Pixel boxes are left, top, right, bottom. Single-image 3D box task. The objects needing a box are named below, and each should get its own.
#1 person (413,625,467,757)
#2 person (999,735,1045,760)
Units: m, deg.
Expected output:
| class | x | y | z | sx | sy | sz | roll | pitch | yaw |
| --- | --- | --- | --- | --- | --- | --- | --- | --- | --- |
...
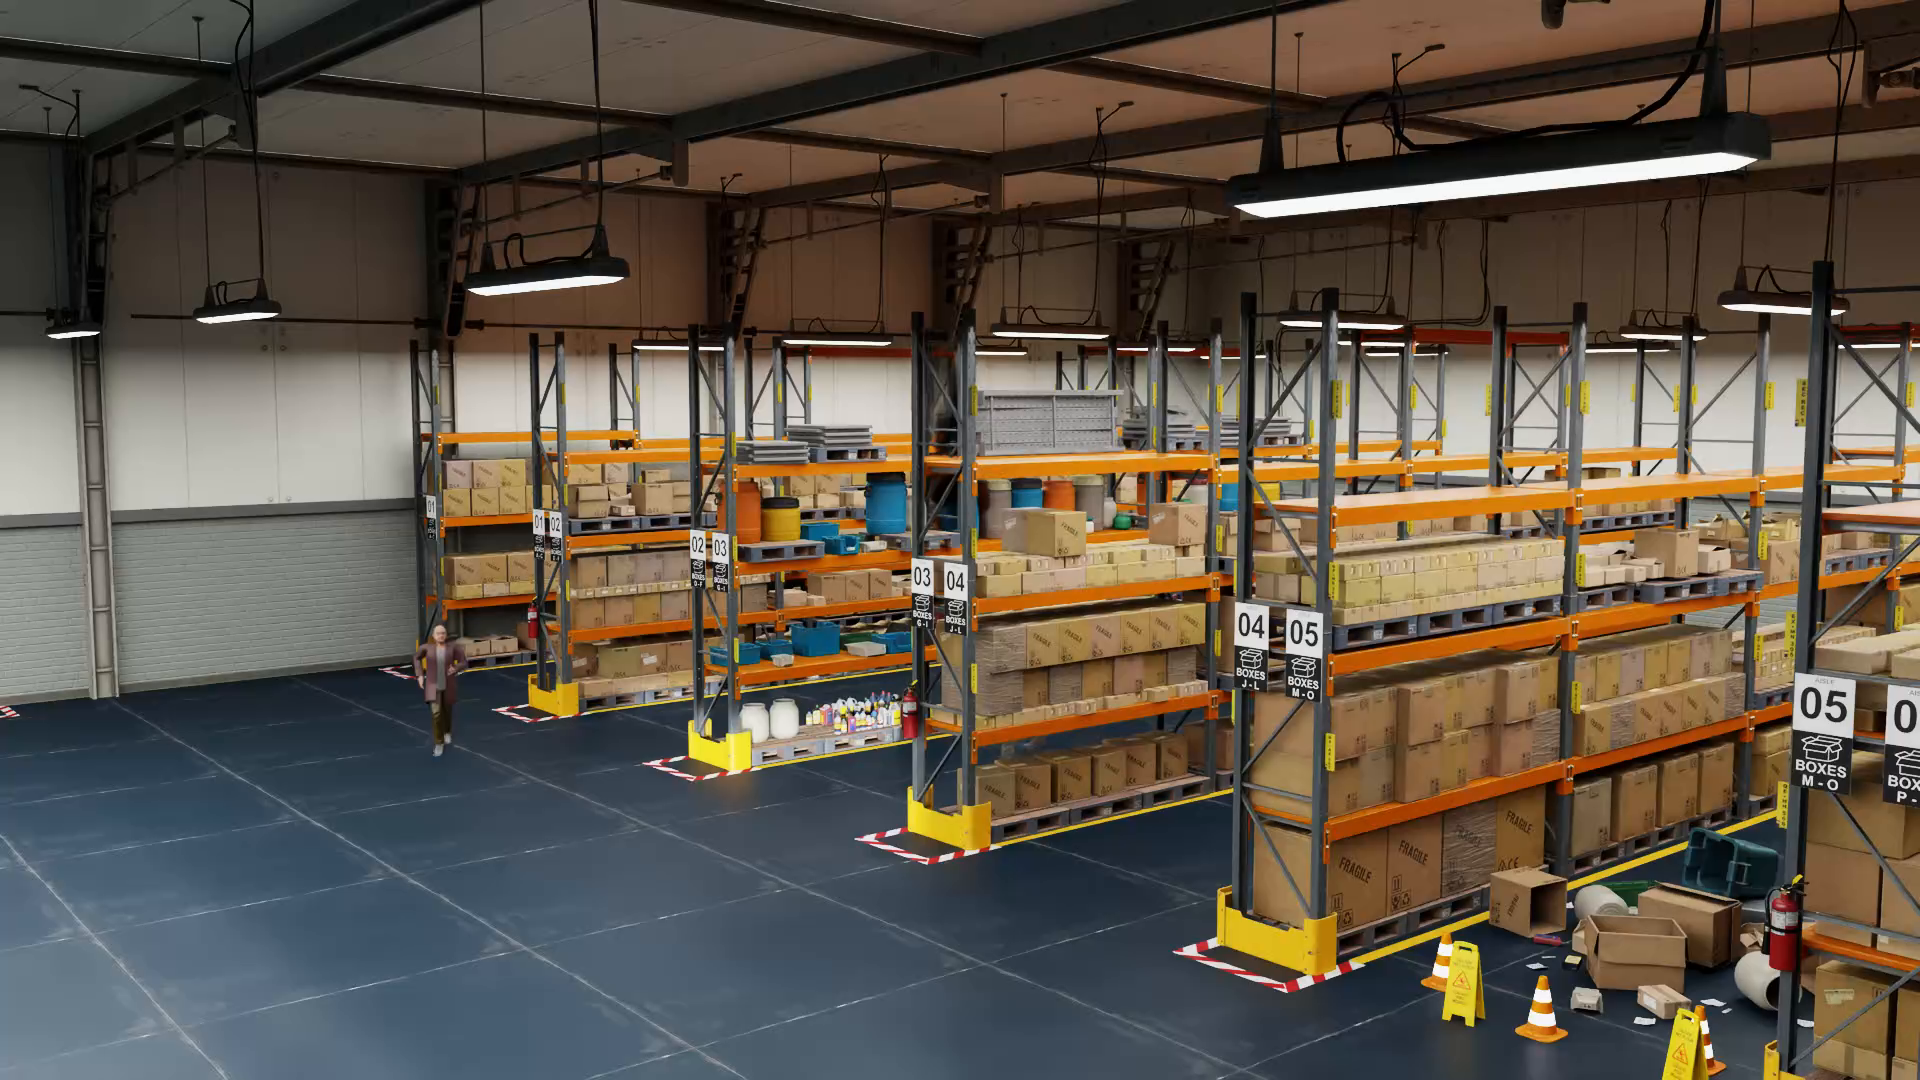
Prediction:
| class | x | y | z | sx | sy | sz | roll | pitch | yaw |
| --- | --- | --- | --- | --- | --- | --- | --- | --- | --- |
| person | -7.350 | 2.092 | 23.570 | 0.720 | 1.789 | 0.997 | -2 | 6 | -21 |
| person | 0.739 | 2.073 | 21.907 | 0.967 | 1.803 | 0.697 | -3 | 6 | -32 |
